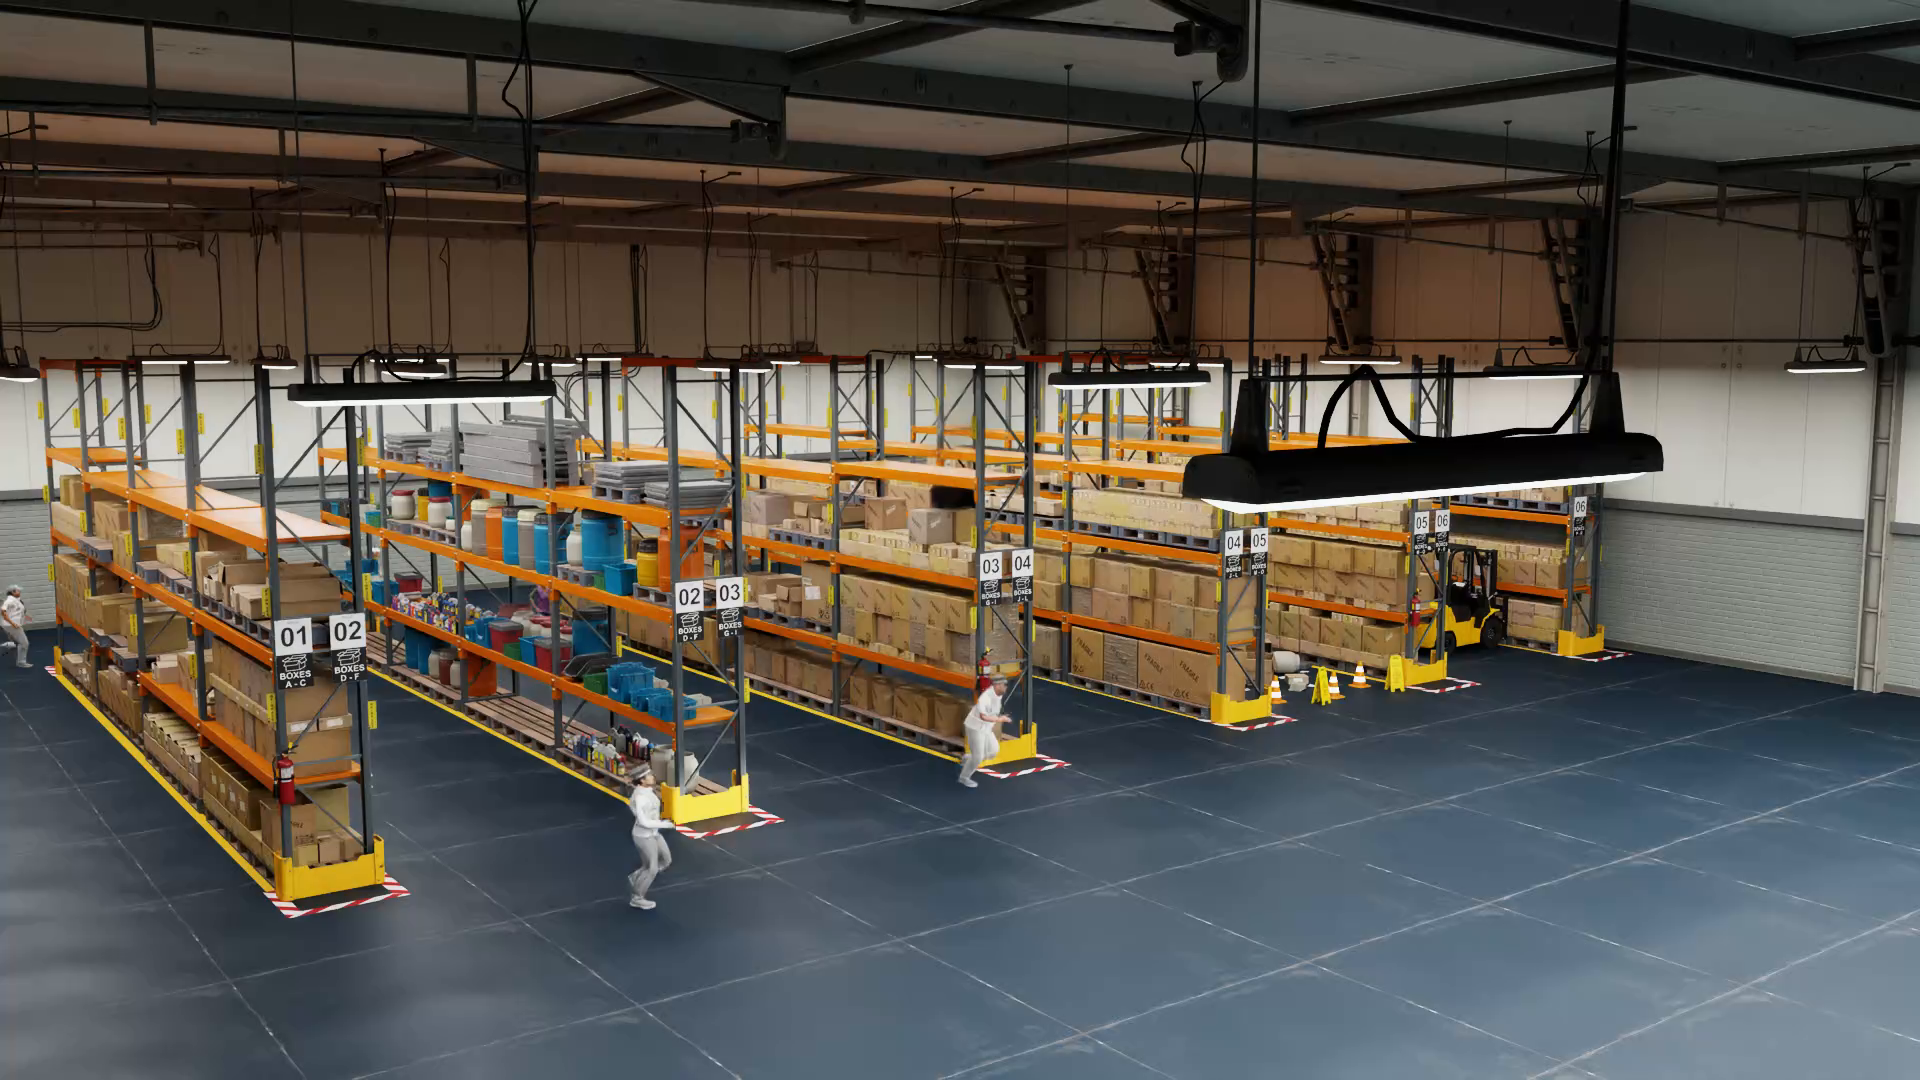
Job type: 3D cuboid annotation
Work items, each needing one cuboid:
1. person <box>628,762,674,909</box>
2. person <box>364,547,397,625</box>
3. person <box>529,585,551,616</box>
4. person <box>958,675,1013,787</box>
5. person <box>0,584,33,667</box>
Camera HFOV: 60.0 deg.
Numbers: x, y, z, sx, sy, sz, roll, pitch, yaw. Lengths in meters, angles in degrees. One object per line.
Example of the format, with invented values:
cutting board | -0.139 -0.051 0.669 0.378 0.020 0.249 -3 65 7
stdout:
person | -3.454 3.289 18.574 0.531 1.659 0.604 -1 7 -5
person | -12.981 1.040 36.713 0.991 1.792 0.669 -3 8 -26
person | -8.542 1.488 34.024 0.537 1.586 0.946 -5 9 -37
person | 0.400 2.697 23.696 0.830 1.627 0.681 3 7 22
person | -18.421 1.674 32.199 0.758 1.634 0.593 -3 7 -22
